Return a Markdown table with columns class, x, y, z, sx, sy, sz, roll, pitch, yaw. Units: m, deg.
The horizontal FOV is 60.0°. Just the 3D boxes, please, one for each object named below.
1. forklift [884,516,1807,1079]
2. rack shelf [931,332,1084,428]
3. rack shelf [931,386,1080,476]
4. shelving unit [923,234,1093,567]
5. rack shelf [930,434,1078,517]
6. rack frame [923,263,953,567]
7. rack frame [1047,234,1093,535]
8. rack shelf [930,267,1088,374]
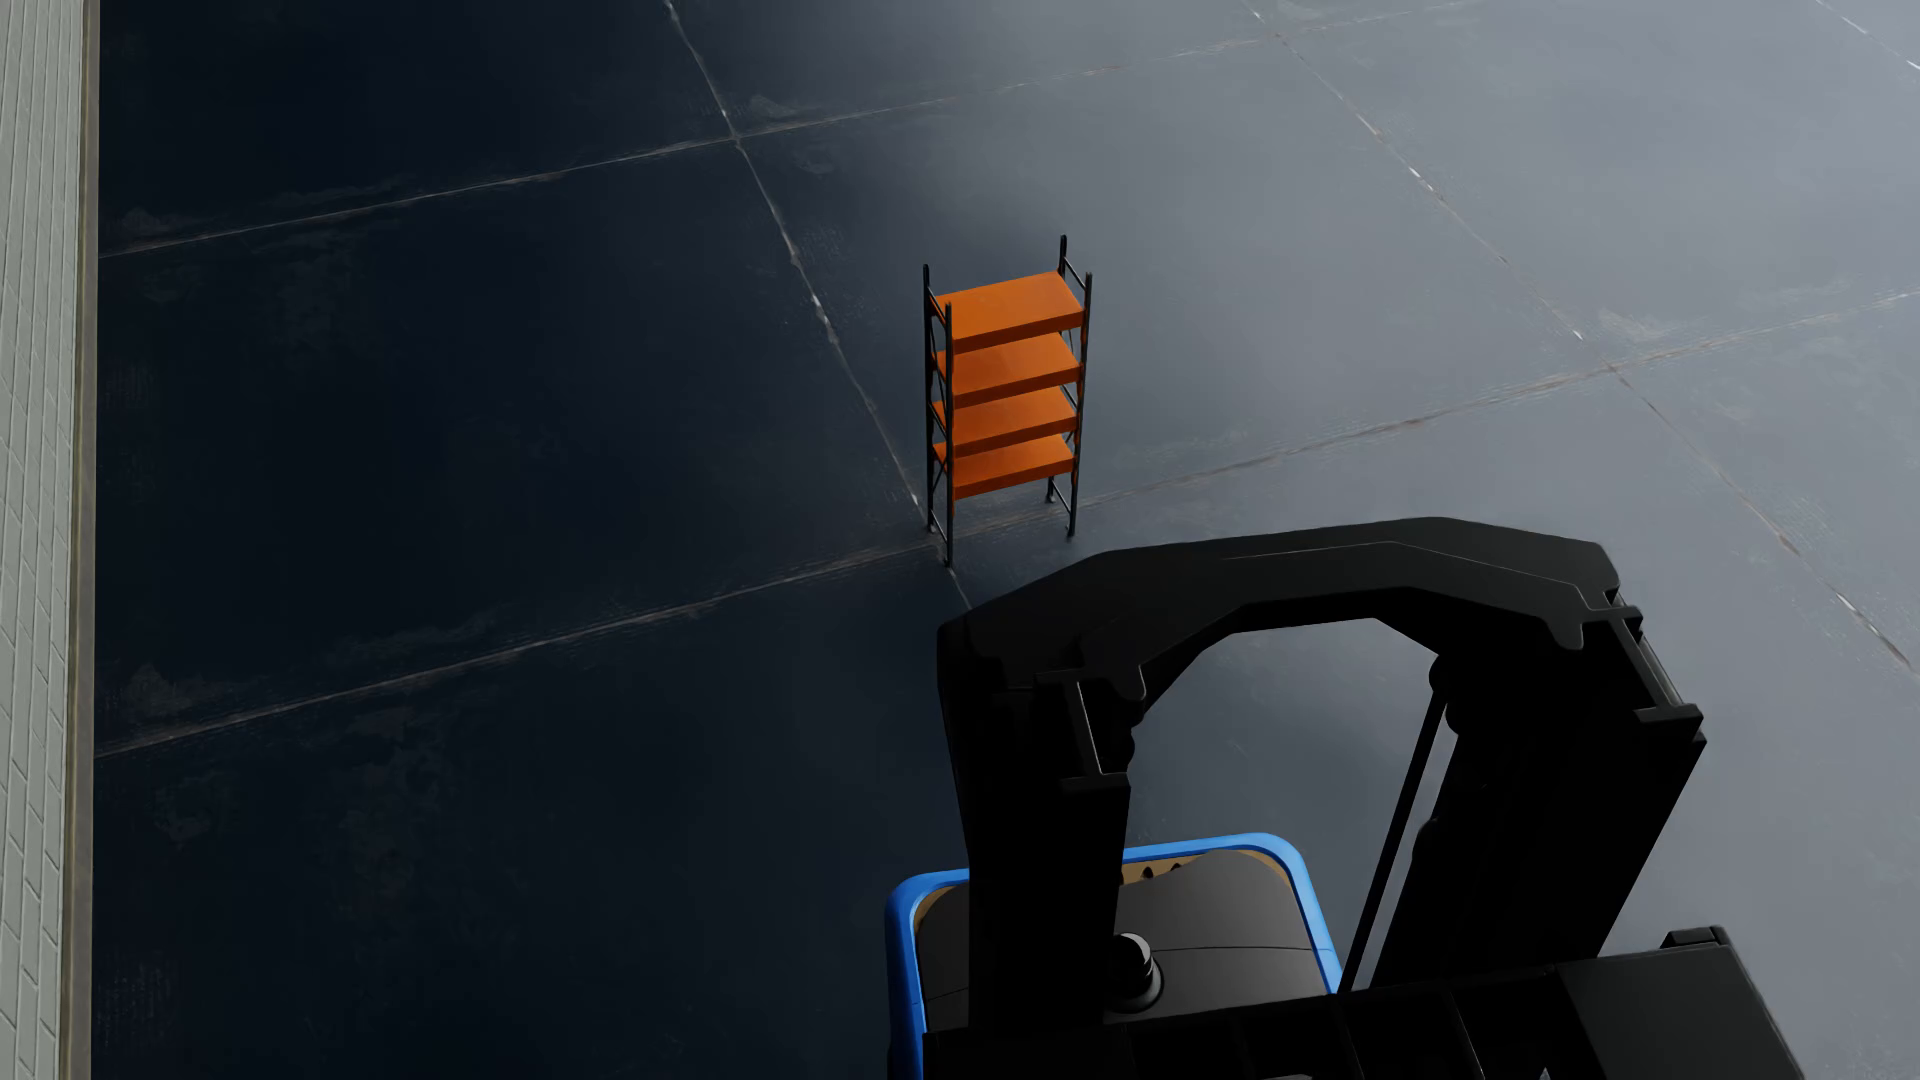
| class | x | y | z | sx | sy | sz | roll | pitch | yaw |
| --- | --- | --- | --- | --- | --- | --- | --- | --- | --- |
| forklift | 0.532 | 1.509 | 2.677 | 1.130 | 2.935 | 3.031 | -6 | 45 | -6 |
| rack shelf | 0.156 | -0.574 | 5.754 | 0.480 | 0.148 | 0.258 | -14 | 47 | -14 |
| rack shelf | 0.156 | -0.416 | 5.912 | 0.480 | 0.148 | 0.258 | -14 | 47 | -14 |
| shelving unit | 0.156 | -0.463 | 5.865 | 0.503 | 1.200 | 0.258 | -14 | 47 | -14 |
| rack shelf | 0.156 | -0.276 | 6.053 | 0.480 | 0.148 | 0.258 | -14 | 47 | -14 |
| rack frame | -0.074 | -0.405 | 5.806 | 0.015 | 1.200 | 0.240 | -14 | 47 | -14 |
| rack frame | 0.385 | -0.522 | 5.923 | 0.015 | 1.200 | 0.240 | -14 | 47 | -14 |
| rack shelf | 0.156 | -0.741 | 5.586 | 0.480 | 0.148 | 0.258 | -14 | 47 | -14 |
